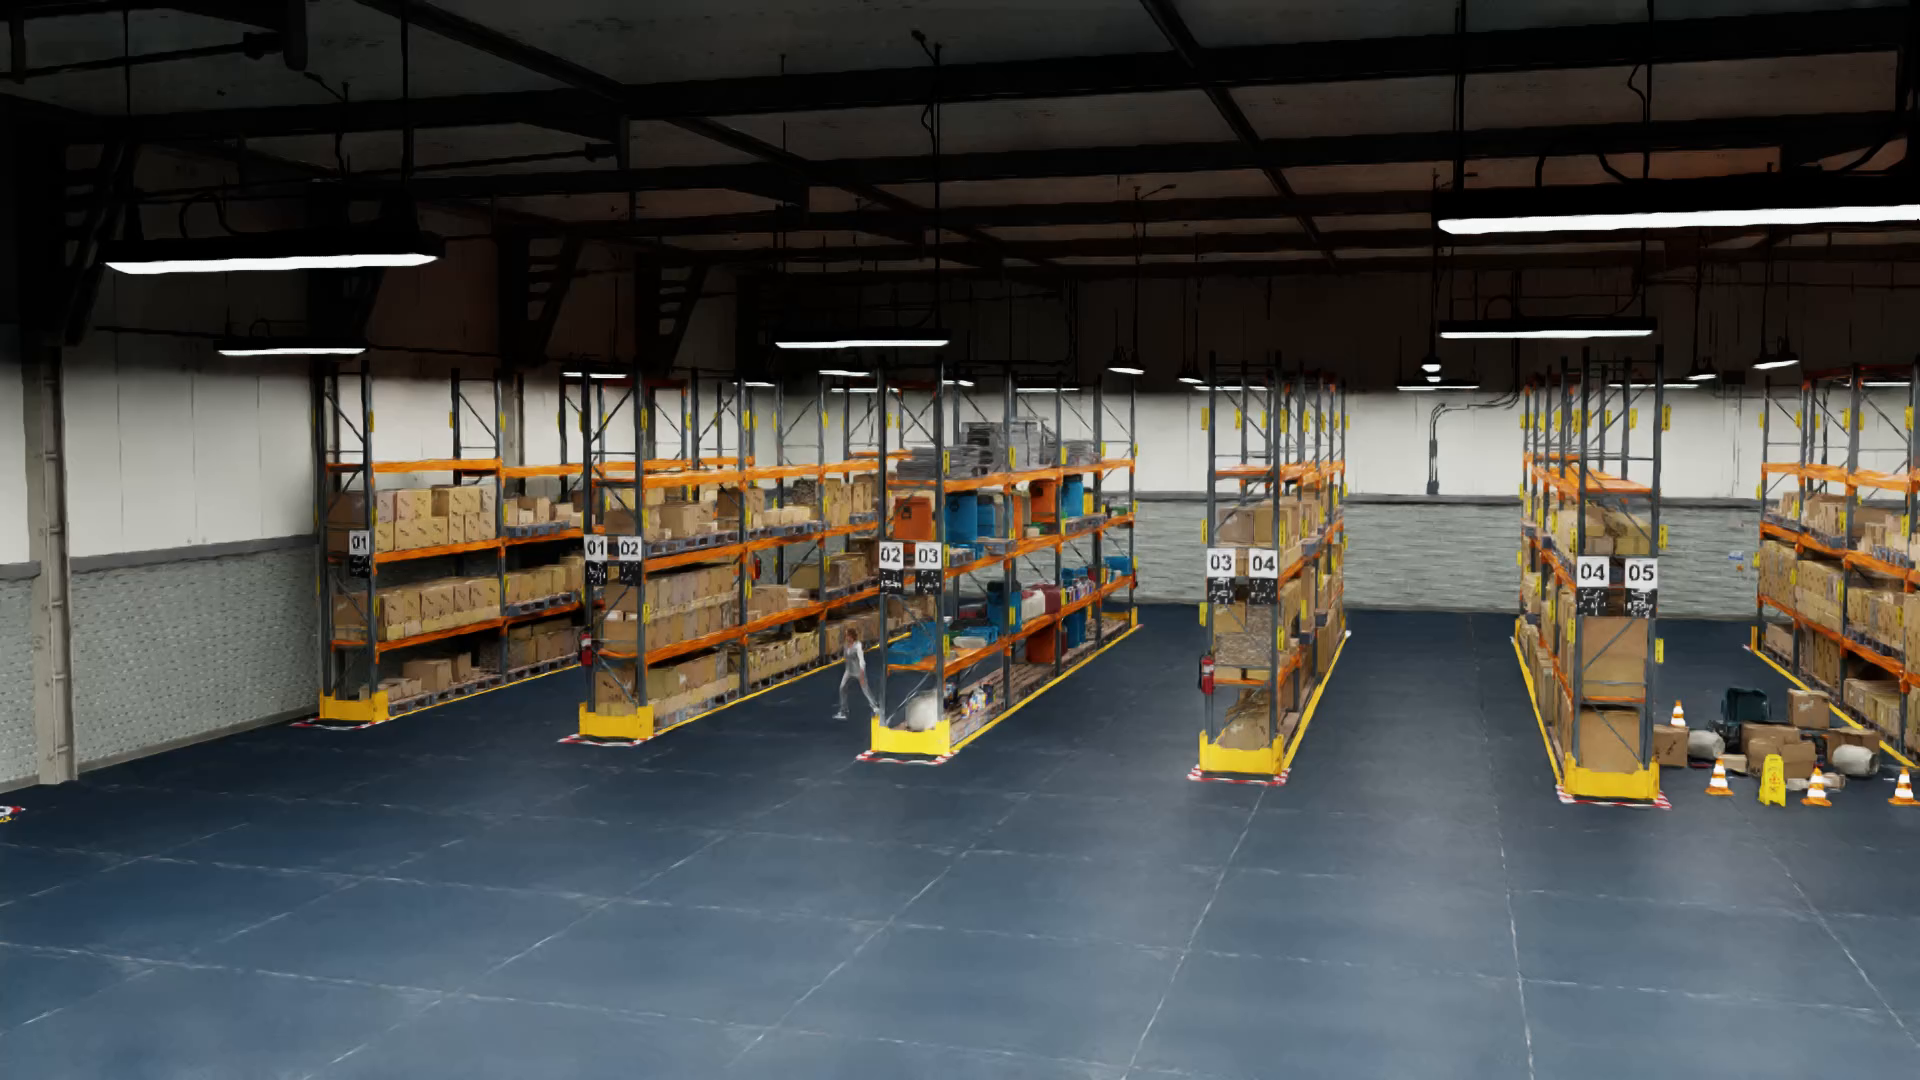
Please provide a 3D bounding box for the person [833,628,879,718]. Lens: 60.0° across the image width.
[{"bbox_3d":[-1.734,2.230,28.053,0.459,1.523,0.875,3,5,38],"label":"person"}]
